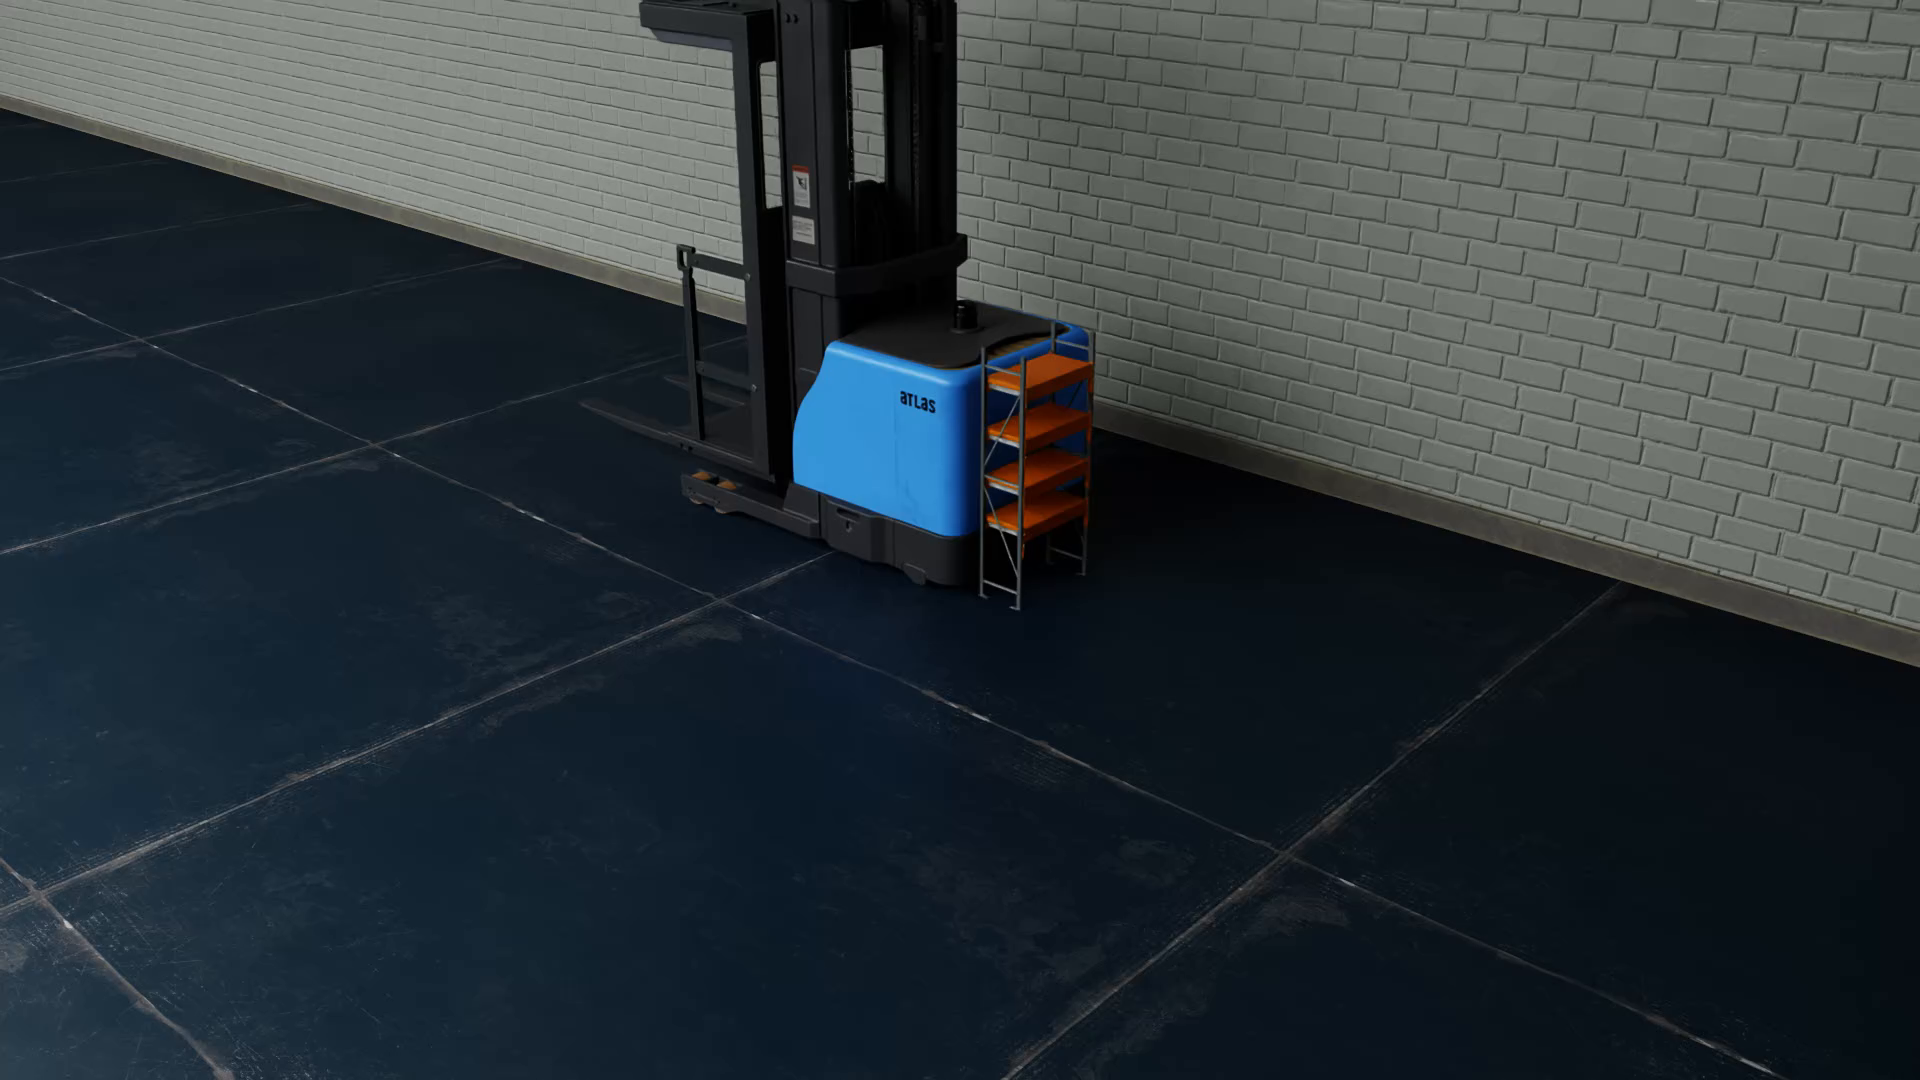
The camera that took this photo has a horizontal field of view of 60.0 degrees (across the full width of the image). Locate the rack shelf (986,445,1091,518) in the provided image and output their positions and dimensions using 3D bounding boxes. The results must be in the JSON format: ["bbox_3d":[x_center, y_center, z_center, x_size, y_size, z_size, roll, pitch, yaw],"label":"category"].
[{"bbox_3d":[0.347,-0.272,7.553,0.258,0.148,0.480,20,31,37],"label":"rack shelf"}]

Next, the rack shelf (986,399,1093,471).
[{"bbox_3d":[0.347,-0.476,7.462,0.258,0.148,0.480,20,31,37],"label":"rack shelf"}]

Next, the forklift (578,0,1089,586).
[{"bbox_3d":[-0.814,-1.613,8.265,3.031,2.935,1.130,20,31,37],"label":"forklift"}]

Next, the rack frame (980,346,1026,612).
[{"bbox_3d":[0.186,-0.258,7.358,0.240,1.200,0.015,20,31,37],"label":"rack frame"}]

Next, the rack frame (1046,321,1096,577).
[{"bbox_3d":[0.508,-0.408,7.693,0.240,1.200,0.015,20,31,37],"label":"rack frame"}]

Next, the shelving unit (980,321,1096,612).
[{"bbox_3d":[0.347,-0.333,7.526,0.258,1.200,0.503,20,31,37],"label":"shelving unit"}]

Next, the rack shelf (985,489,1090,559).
[{"bbox_3d":[0.347,-0.091,7.635,0.258,0.148,0.480,20,31,37],"label":"rack shelf"}]

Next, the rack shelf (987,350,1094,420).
[{"bbox_3d":[0.347,-0.691,7.365,0.258,0.148,0.480,20,31,37],"label":"rack shelf"}]
